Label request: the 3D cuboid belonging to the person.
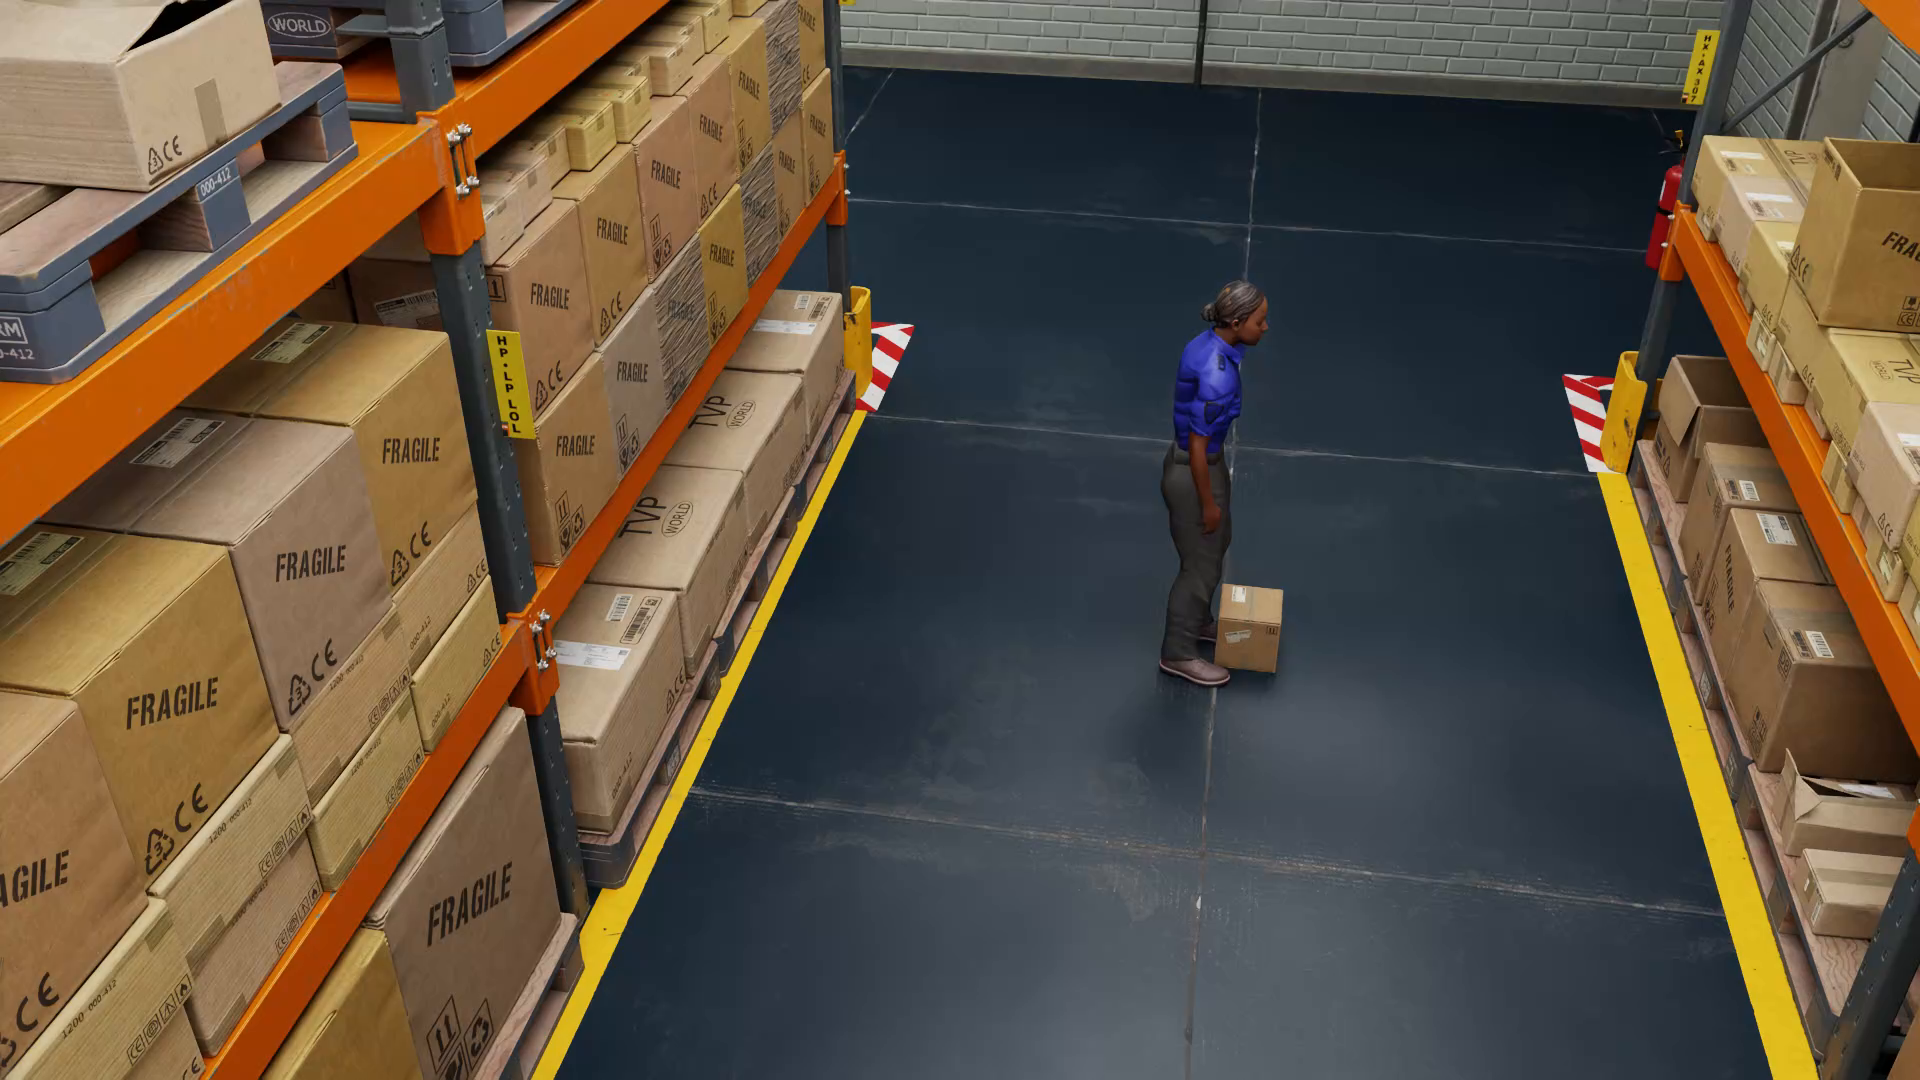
[{"bbox_3d":[0.985,-0.239,6.517,0.392,1.654,0.513,5,33,8],"label":"person"}]
